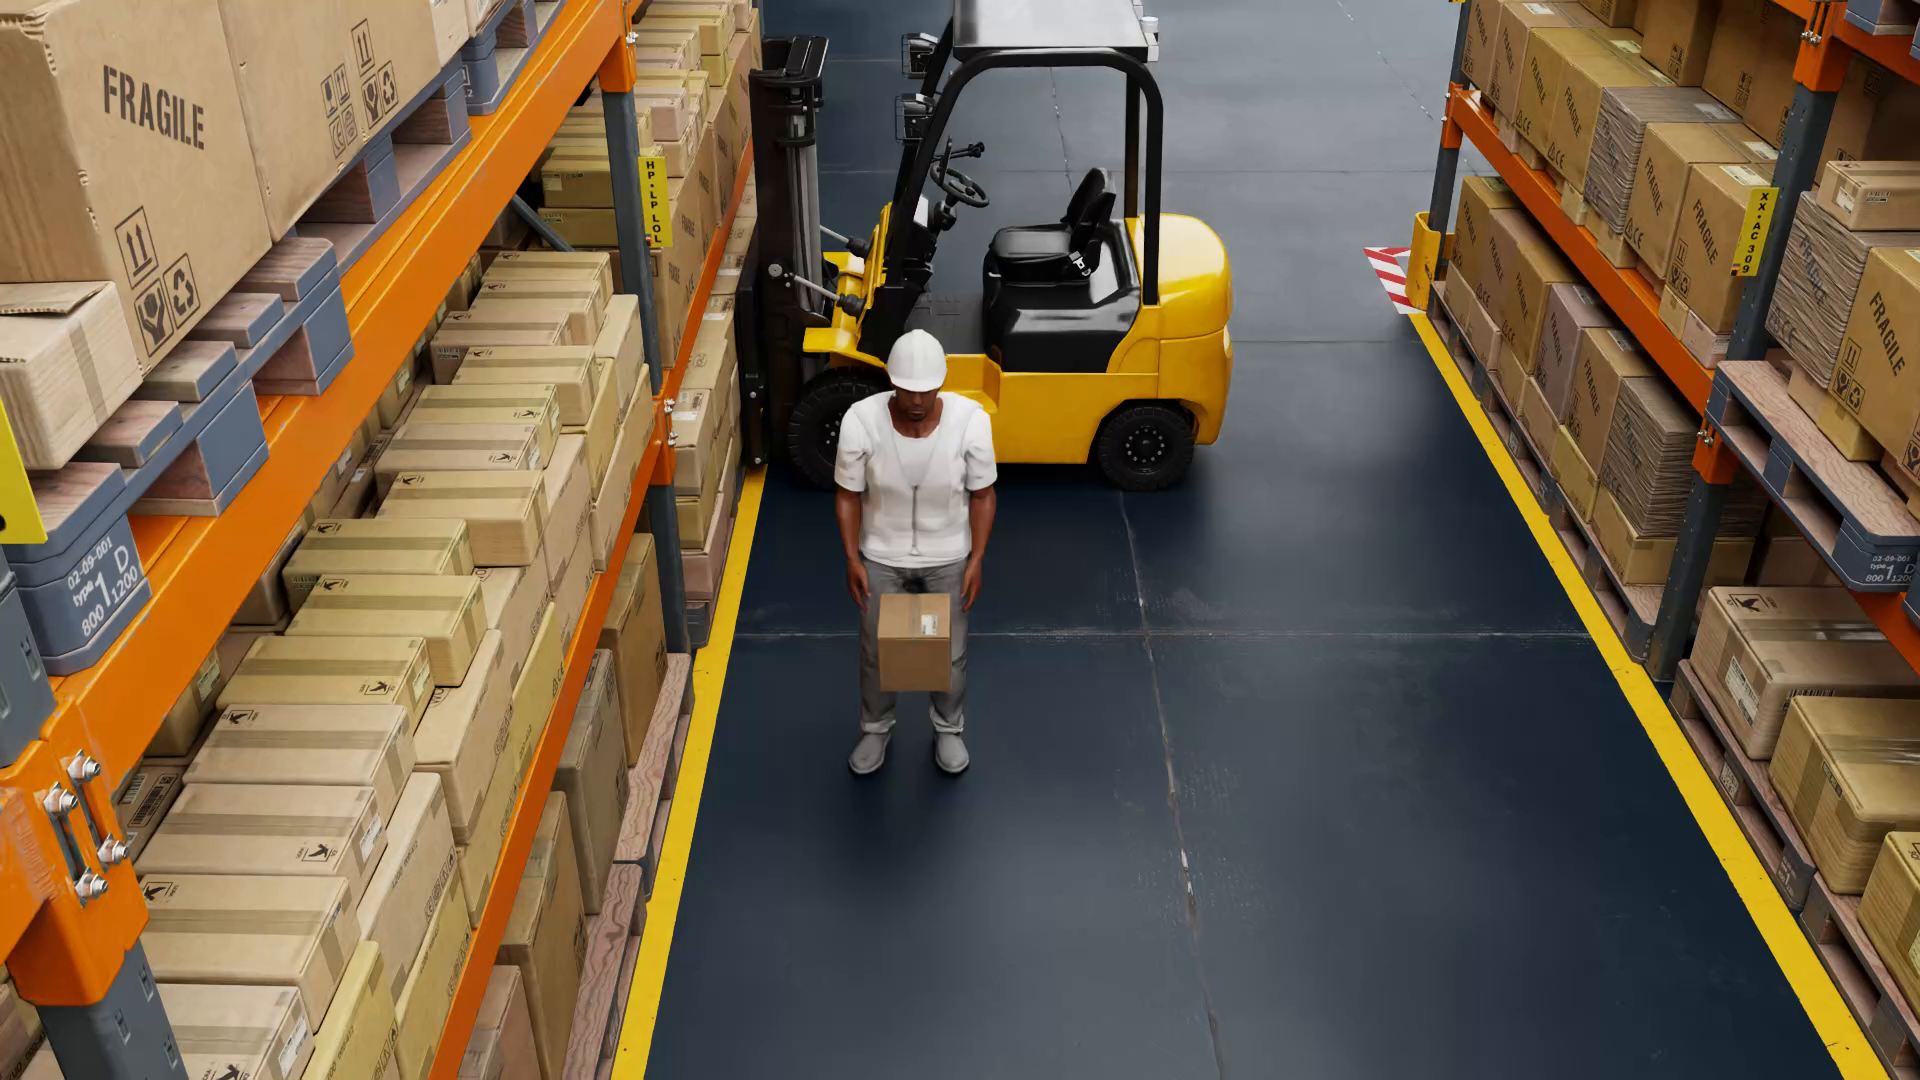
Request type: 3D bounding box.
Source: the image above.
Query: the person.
[{"bbox_3d":[-0.151,0.071,6.001,0.636,1.760,0.462,0,31,0],"label":"person"}]
